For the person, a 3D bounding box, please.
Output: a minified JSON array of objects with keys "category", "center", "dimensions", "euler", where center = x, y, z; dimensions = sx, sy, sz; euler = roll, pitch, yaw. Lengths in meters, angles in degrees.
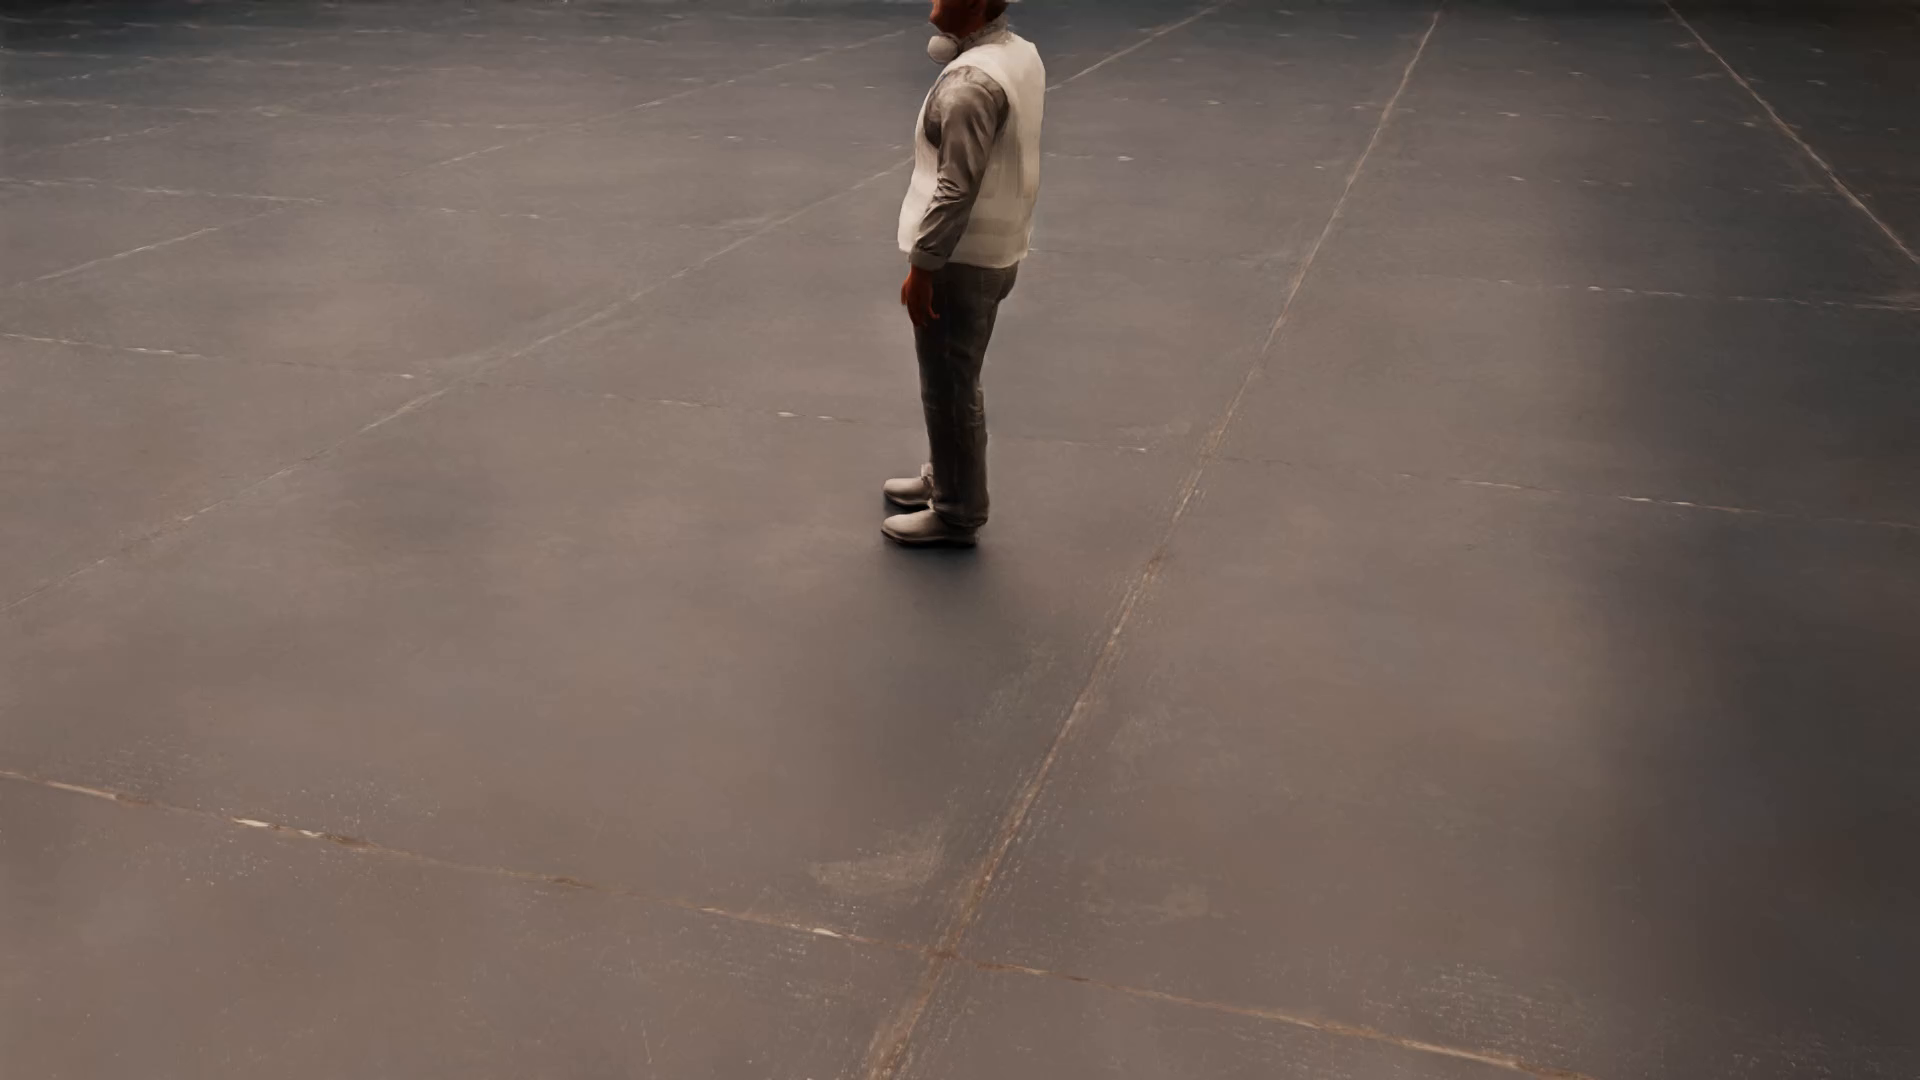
[{"category":"person","center":[-0.057,-0.837,4.804],"dimensions":[0.567,1.773,0.632],"euler":[7,23,16]}]
